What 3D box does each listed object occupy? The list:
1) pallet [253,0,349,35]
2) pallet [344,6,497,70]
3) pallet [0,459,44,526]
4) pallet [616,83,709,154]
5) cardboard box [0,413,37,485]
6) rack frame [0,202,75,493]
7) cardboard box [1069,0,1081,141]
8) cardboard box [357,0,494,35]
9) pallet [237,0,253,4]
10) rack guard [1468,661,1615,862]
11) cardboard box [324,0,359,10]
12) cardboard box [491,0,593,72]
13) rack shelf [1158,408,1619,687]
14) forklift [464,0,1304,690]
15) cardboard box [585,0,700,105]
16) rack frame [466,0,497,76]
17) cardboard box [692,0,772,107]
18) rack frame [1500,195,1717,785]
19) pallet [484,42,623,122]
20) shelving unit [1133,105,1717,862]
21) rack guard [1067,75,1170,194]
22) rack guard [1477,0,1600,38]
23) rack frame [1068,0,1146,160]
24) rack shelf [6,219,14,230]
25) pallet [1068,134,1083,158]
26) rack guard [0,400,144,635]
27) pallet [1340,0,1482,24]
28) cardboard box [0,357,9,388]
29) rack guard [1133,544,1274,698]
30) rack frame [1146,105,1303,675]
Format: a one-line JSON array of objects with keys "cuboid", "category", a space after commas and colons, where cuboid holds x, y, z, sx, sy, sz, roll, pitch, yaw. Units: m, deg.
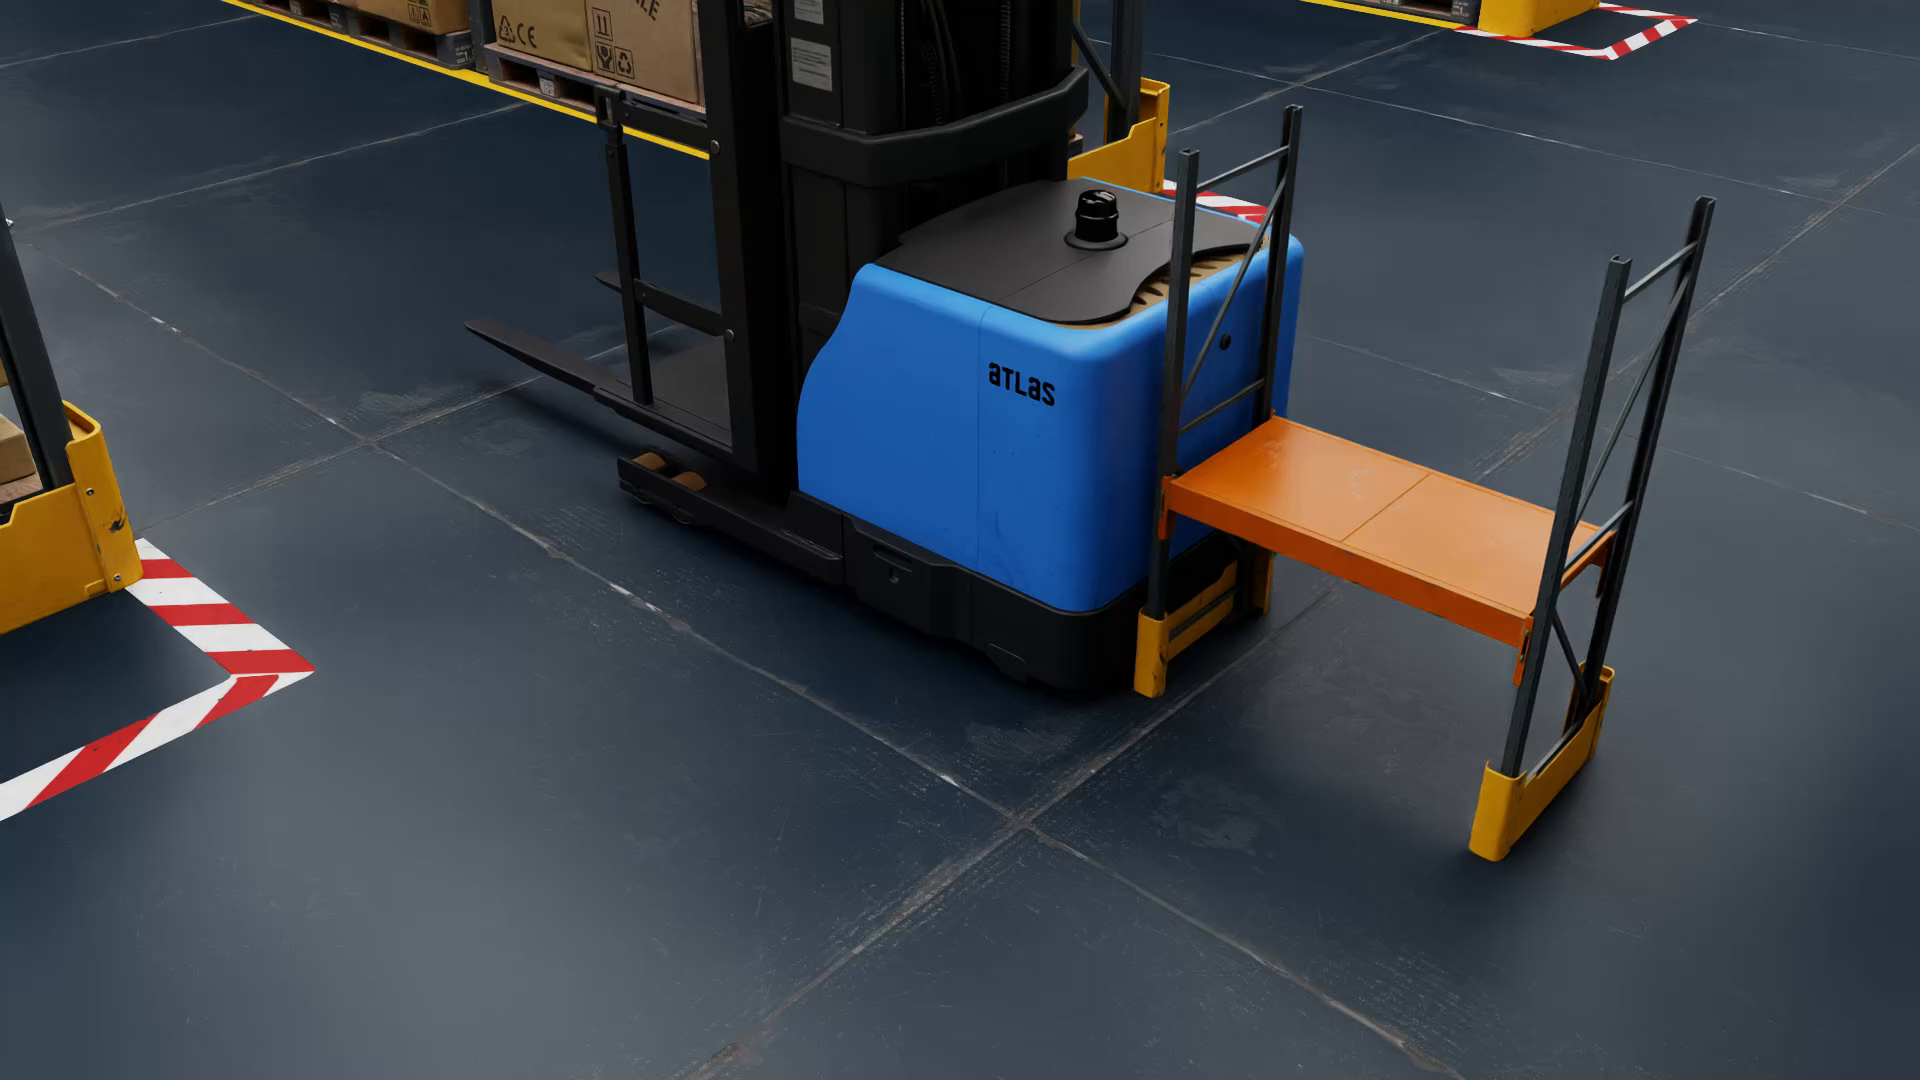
[{"cuboid": [-4.019, -3.695, 11.183, 1.213, 0.211, 1.003, 25, 39, 35], "category": "pallet"}, {"cuboid": [-3.110, -3.273, 10.482, 1.213, 0.211, 1.003, 25, 39, 35], "category": "pallet"}, {"cuboid": [-3.560, -0.109, 5.227, 1.213, 0.211, 1.003, 25, 39, 35], "category": "pallet"}, {"cuboid": [-1.067, -2.319, 8.898, 1.213, 0.211, 1.003, 25, 39, 35], "category": "pallet"}, {"cuboid": [-3.098, -0.245, 5.106, 0.250, 0.149, 0.380, 26, 40, 36], "category": "cardboard box"}, {"cuboid": [-2.925, -0.983, 3.975, 0.127, 3.000, 1.000, 25, 39, 35], "category": "rack frame"}, {"cuboid": [-0.050, -2.305, 7.824, 0.875, 0.875, 0.875, 25, 39, 35], "category": "cardboard box"}, {"cuboid": [-2.975, -3.713, 10.162, 0.875, 0.875, 1.225, 25, 39, 35], "category": "cardboard box"}, {"cuboid": [-4.919, -4.117, 11.884, 1.213, 0.211, 1.003, 25, 39, 35], "category": "pallet"}, {"cuboid": [1.443, 0.538, 4.113, 0.087, 0.250, 0.587, 24, 39, 34], "category": "rack guard"}, {"cuboid": [-3.638, -4.022, 10.675, 0.875, 0.875, 1.225, 24, 38, 34], "category": "cardboard box"}, {"cuboid": [-2.051, -3.240, 9.376, 0.875, 0.875, 0.875, 25, 39, 35], "category": "cardboard box"}, {"cuboid": [1.060, -0.015, 4.169, 1.000, 0.185, 0.538, 24, 39, 34], "category": "rack shelf"}, {"cuboid": [-0.479, -1.487, 4.879, 3.031, 2.935, 1.130, 24, 39, 34], "category": "forklift"}, {"cuboid": [-1.384, -2.928, 8.859, 0.875, 0.875, 0.875, 25, 39, 35], "category": "cardboard box"}, {"cuboid": [-2.487, -4.229, 9.367, 0.127, 3.000, 1.000, 25, 39, 35], "category": "rack frame"}, {"cuboid": [-0.724, -2.620, 8.347, 0.875, 0.875, 0.875, 25, 39, 35], "category": "cardboard box"}, {"cuboid": [1.444, 0.003, 3.790, 0.032, 1.500, 0.500, 24, 39, 34], "category": "rack frame"}, {"cuboid": [-1.976, -2.741, 9.599, 1.213, 0.211, 1.003, 25, 39, 35], "category": "pallet"}, {"cuboid": [1.067, -0.166, 4.071, 1.083, 1.500, 0.587, 24, 39, 34], "category": "shelving unit"}, {"cuboid": [0.496, -1.766, 7.698, 0.348, 0.500, 1.175, 25, 39, 35], "category": "rack guard"}, {"cuboid": [3.829, -3.664, 10.852, 0.348, 0.500, 1.175, 25, 39, 35], "category": "rack guard"}, {"cuboid": [0.479, -2.845, 7.067, 0.127, 3.000, 1.000, 25, 39, 35], "category": "rack frame"}, {"cuboid": [-4.407, -1.367, 5.310, 4.000, 0.370, 1.077, 25, 39, 35], "category": "rack shelf"}, {"cuboid": [-0.167, -1.897, 8.196, 1.213, 0.211, 1.003, 25, 39, 35], "category": "pallet"}, {"cuboid": [-2.981, 0.062, 4.663, 0.348, 0.500, 1.175, 25, 39, 35], "category": "rack guard"}, {"cuboid": [3.217, -3.844, 11.431, 1.213, 0.211, 1.003, 25, 39, 35], "category": "pallet"}, {"cuboid": [-3.085, -0.508, 4.965, 0.250, 0.149, 0.380, 23, 38, 33], "category": "cardboard box"}, {"cuboid": [0.692, 0.201, 4.674, 0.087, 0.250, 0.587, 24, 39, 34], "category": "rack guard"}, {"cuboid": [0.677, -0.341, 4.362, 0.032, 1.500, 0.500, 24, 39, 34], "category": "rack frame"}]
